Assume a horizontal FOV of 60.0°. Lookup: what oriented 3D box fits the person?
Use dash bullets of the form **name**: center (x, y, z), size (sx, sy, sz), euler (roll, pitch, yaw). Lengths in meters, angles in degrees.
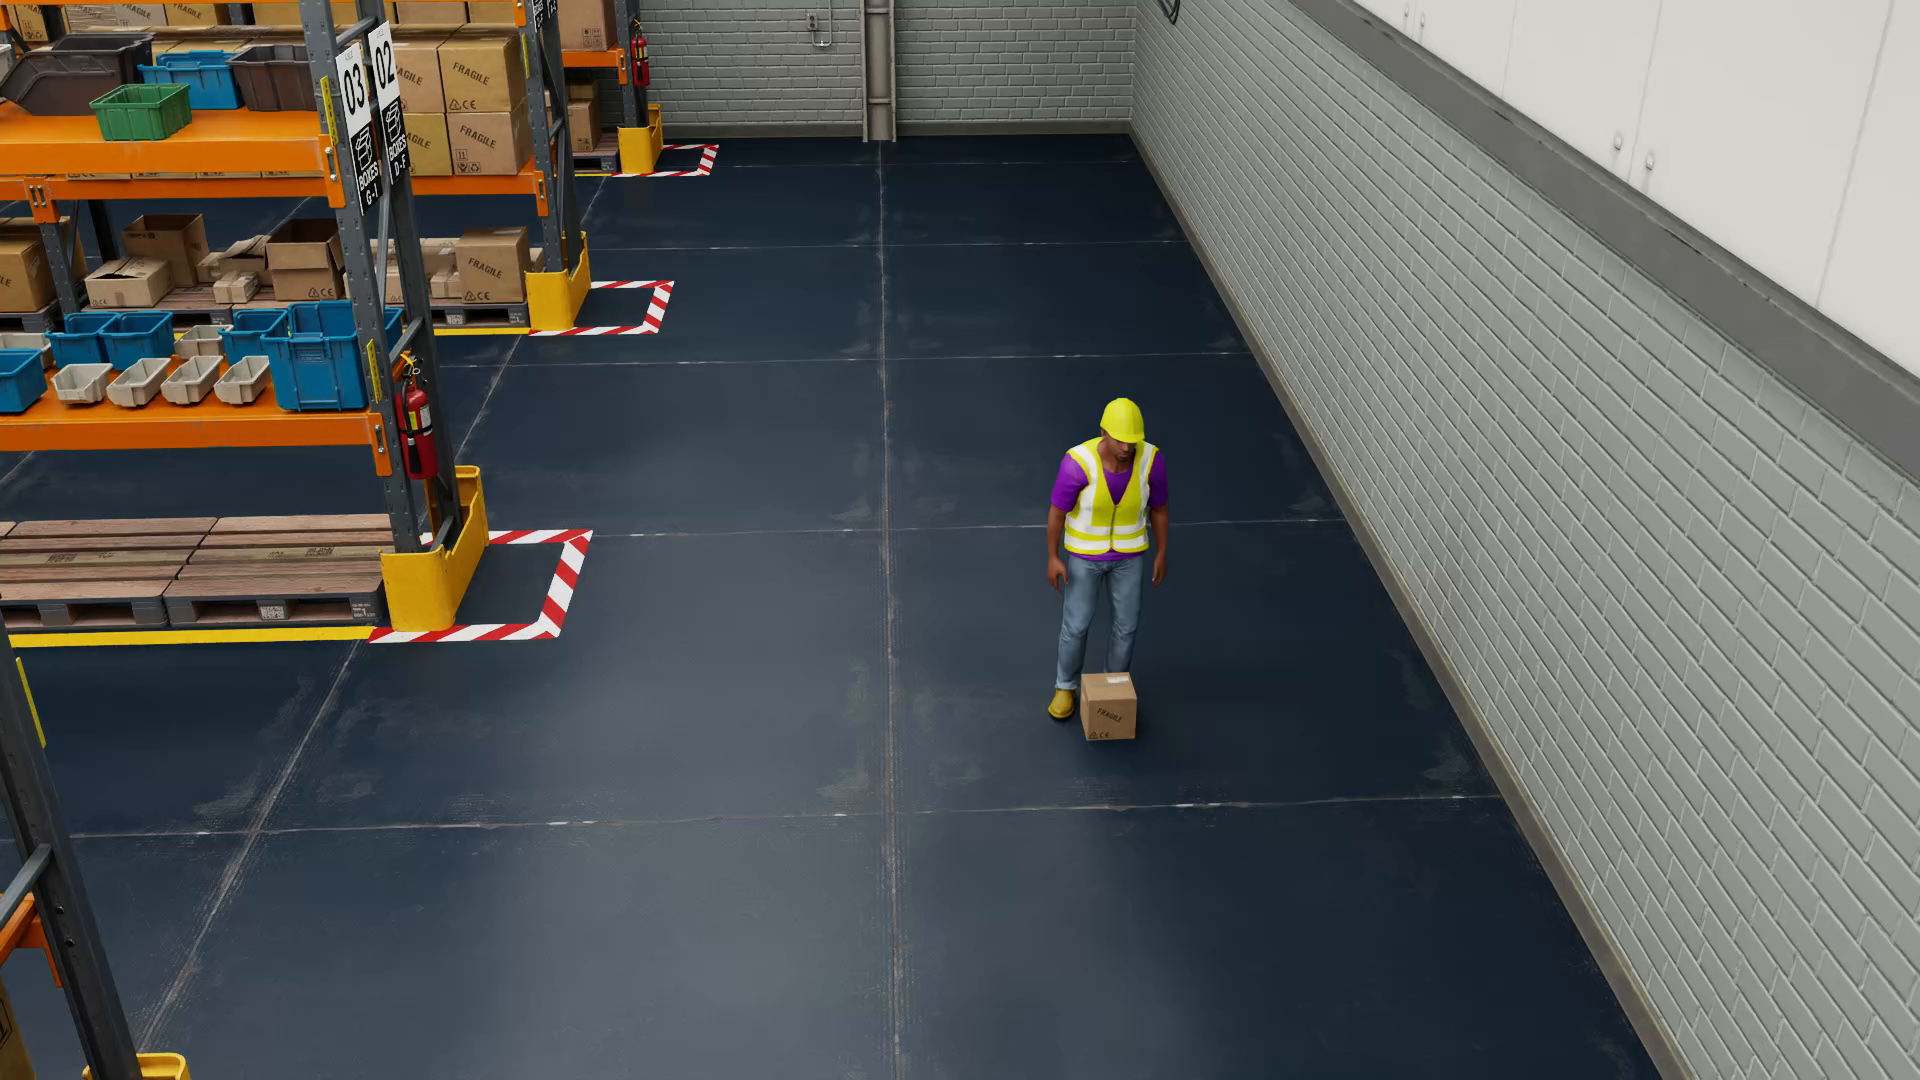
- **person**: center (0.752, 0.083, 8.441), size (0.632, 1.759, 0.462), euler (-3, 28, -6)
